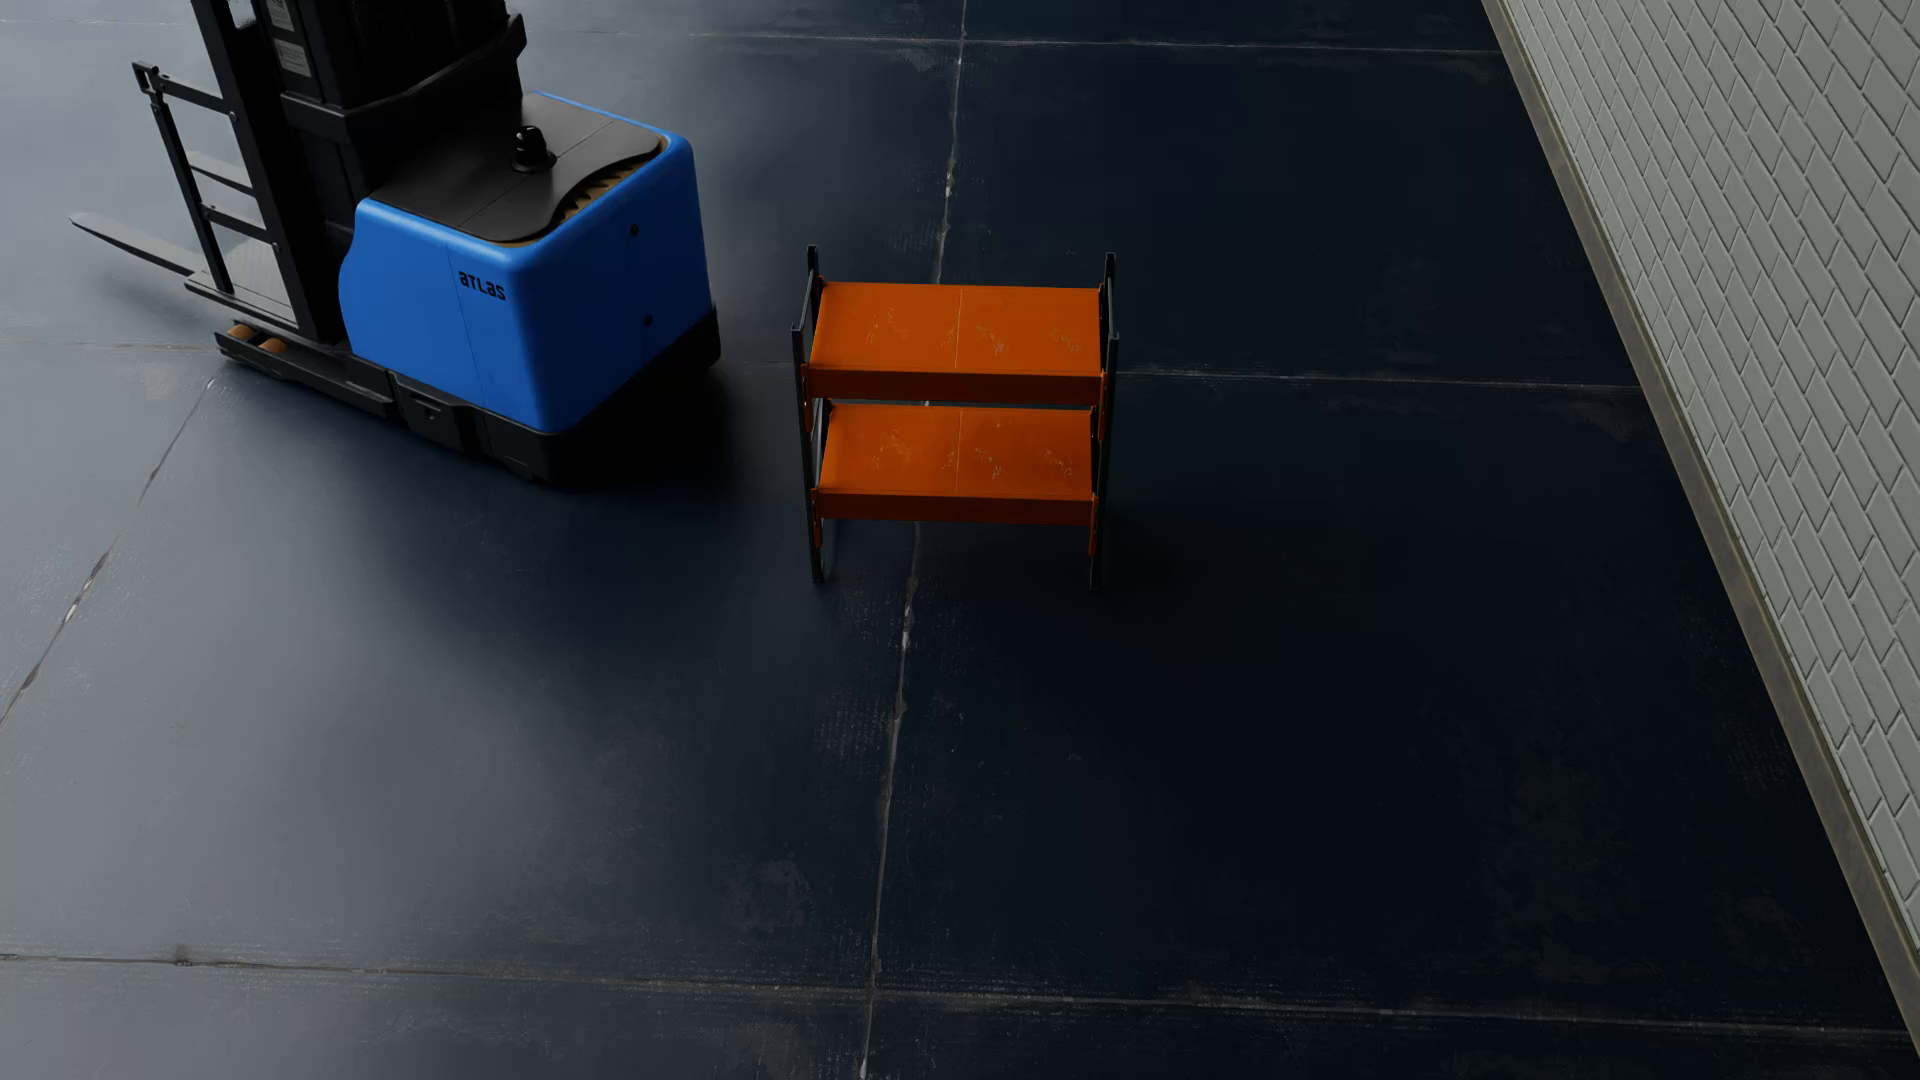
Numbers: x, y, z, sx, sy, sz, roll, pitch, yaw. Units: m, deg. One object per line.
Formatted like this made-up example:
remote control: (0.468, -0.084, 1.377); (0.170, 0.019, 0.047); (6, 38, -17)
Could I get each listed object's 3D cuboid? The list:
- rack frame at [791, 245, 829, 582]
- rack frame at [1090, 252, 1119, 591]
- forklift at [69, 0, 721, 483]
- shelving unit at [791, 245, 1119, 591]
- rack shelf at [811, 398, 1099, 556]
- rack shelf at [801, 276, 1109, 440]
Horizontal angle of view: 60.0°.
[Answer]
rack frame: (-0.515, -0.427, 5.884); (0.032, 1.125, 0.500); (2, 43, 2)
rack frame: (0.501, -0.396, 5.850); (0.032, 1.125, 0.500); (2, 43, 2)
forklift: (-2.537, -2.038, 6.288); (3.031, 2.935, 1.130); (22, 47, 22)
shelving unit: (-0.007, -0.412, 5.867); (1.048, 1.125, 0.538); (2, 43, 2)
rack shelf: (-0.007, -0.233, 6.033); (1.000, 0.278, 0.538); (2, 43, 2)
rack shelf: (-0.007, -0.626, 5.667); (1.000, 0.278, 0.538); (2, 43, 2)
